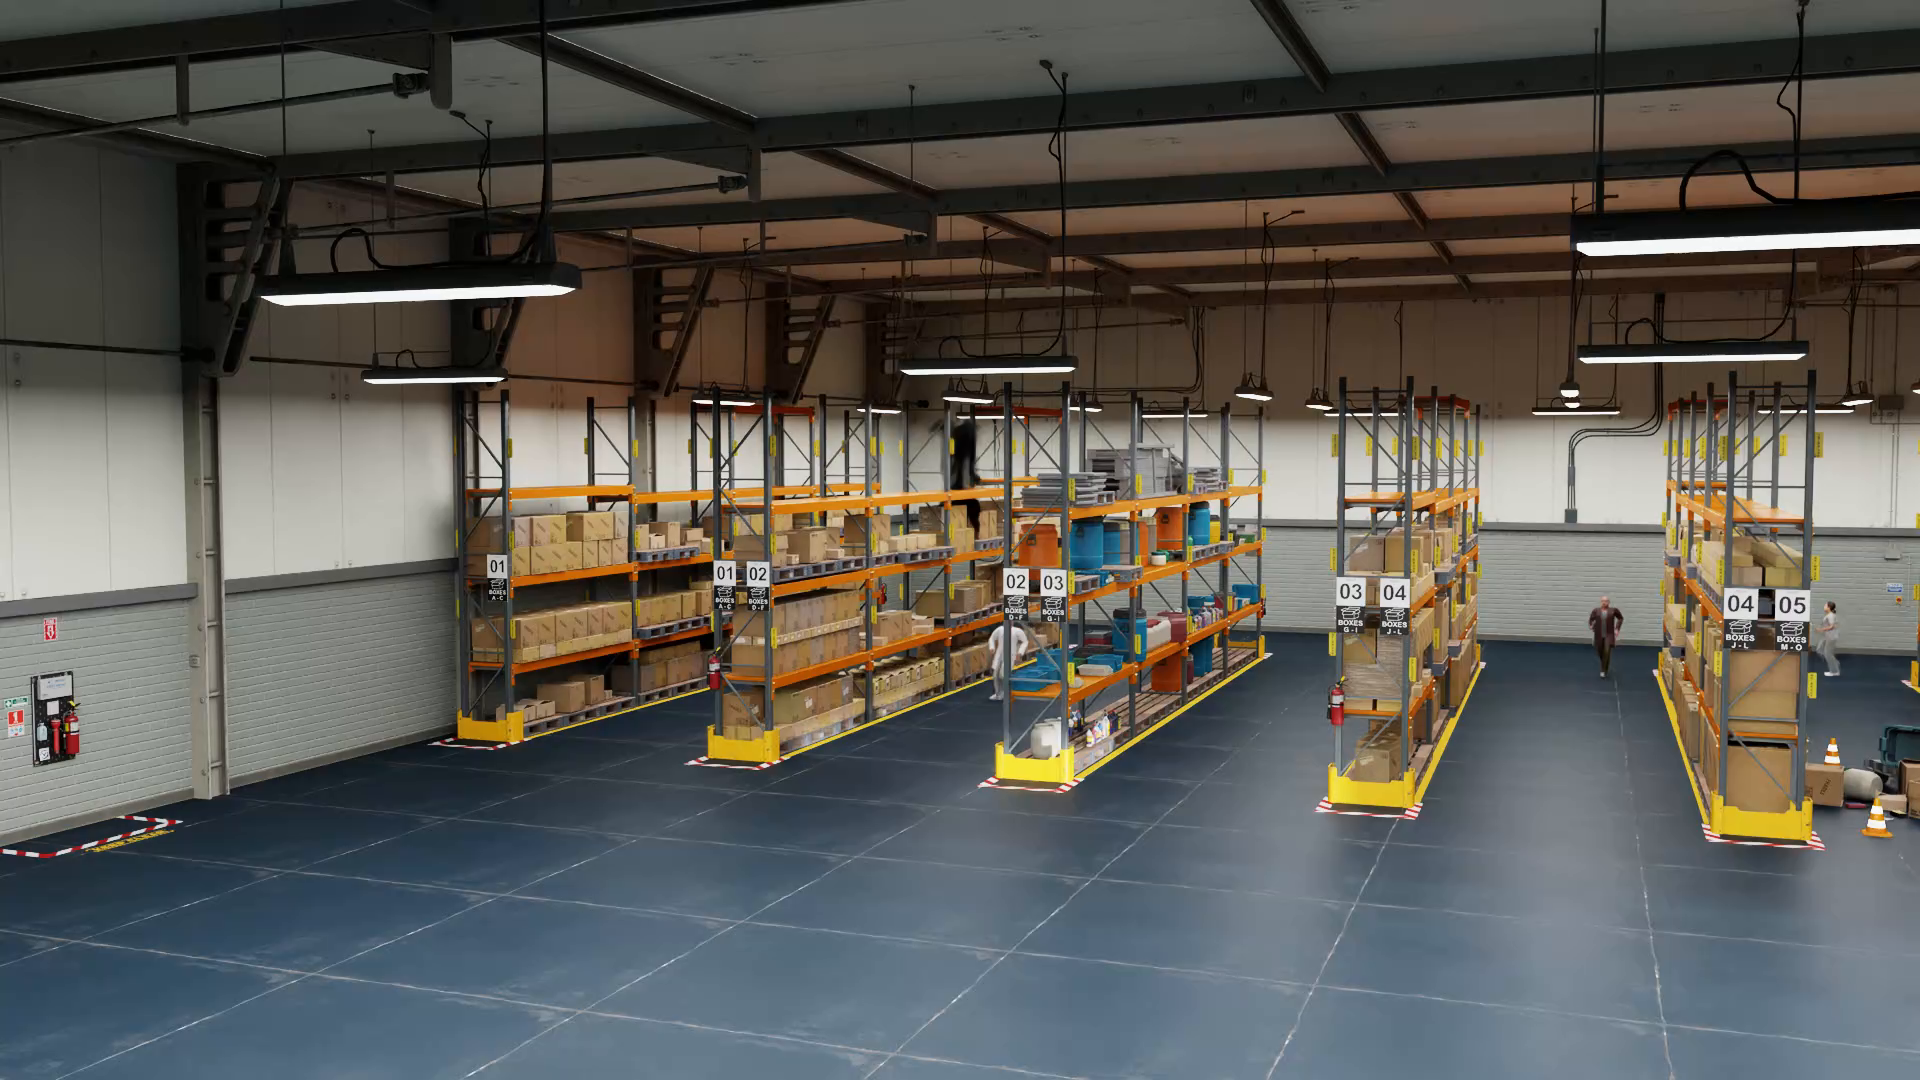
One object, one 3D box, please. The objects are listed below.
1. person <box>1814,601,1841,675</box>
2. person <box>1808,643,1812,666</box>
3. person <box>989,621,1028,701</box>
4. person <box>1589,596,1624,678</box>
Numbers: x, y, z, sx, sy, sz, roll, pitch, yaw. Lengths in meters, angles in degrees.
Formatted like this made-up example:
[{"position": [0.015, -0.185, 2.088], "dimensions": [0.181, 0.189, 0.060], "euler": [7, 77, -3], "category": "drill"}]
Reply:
[{"position": [19.123, 2.171, 36.645], "dimensions": [0.561, 1.629, 0.540], "euler": [1, 3, 23], "category": "person"}, {"position": [16.379, 2.046, 32.697], "dimensions": [0.606, 0.862, 0.407], "euler": [1, 3, 12], "category": "person"}, {"position": [0.908, 2.328, 32.846], "dimensions": [0.773, 1.717, 0.614], "euler": [1, 3, 25], "category": "person"}, {"position": [14.197, 2.106, 36.570], "dimensions": [0.698, 1.765, 0.995], "euler": [2, 4, 32], "category": "person"}]
